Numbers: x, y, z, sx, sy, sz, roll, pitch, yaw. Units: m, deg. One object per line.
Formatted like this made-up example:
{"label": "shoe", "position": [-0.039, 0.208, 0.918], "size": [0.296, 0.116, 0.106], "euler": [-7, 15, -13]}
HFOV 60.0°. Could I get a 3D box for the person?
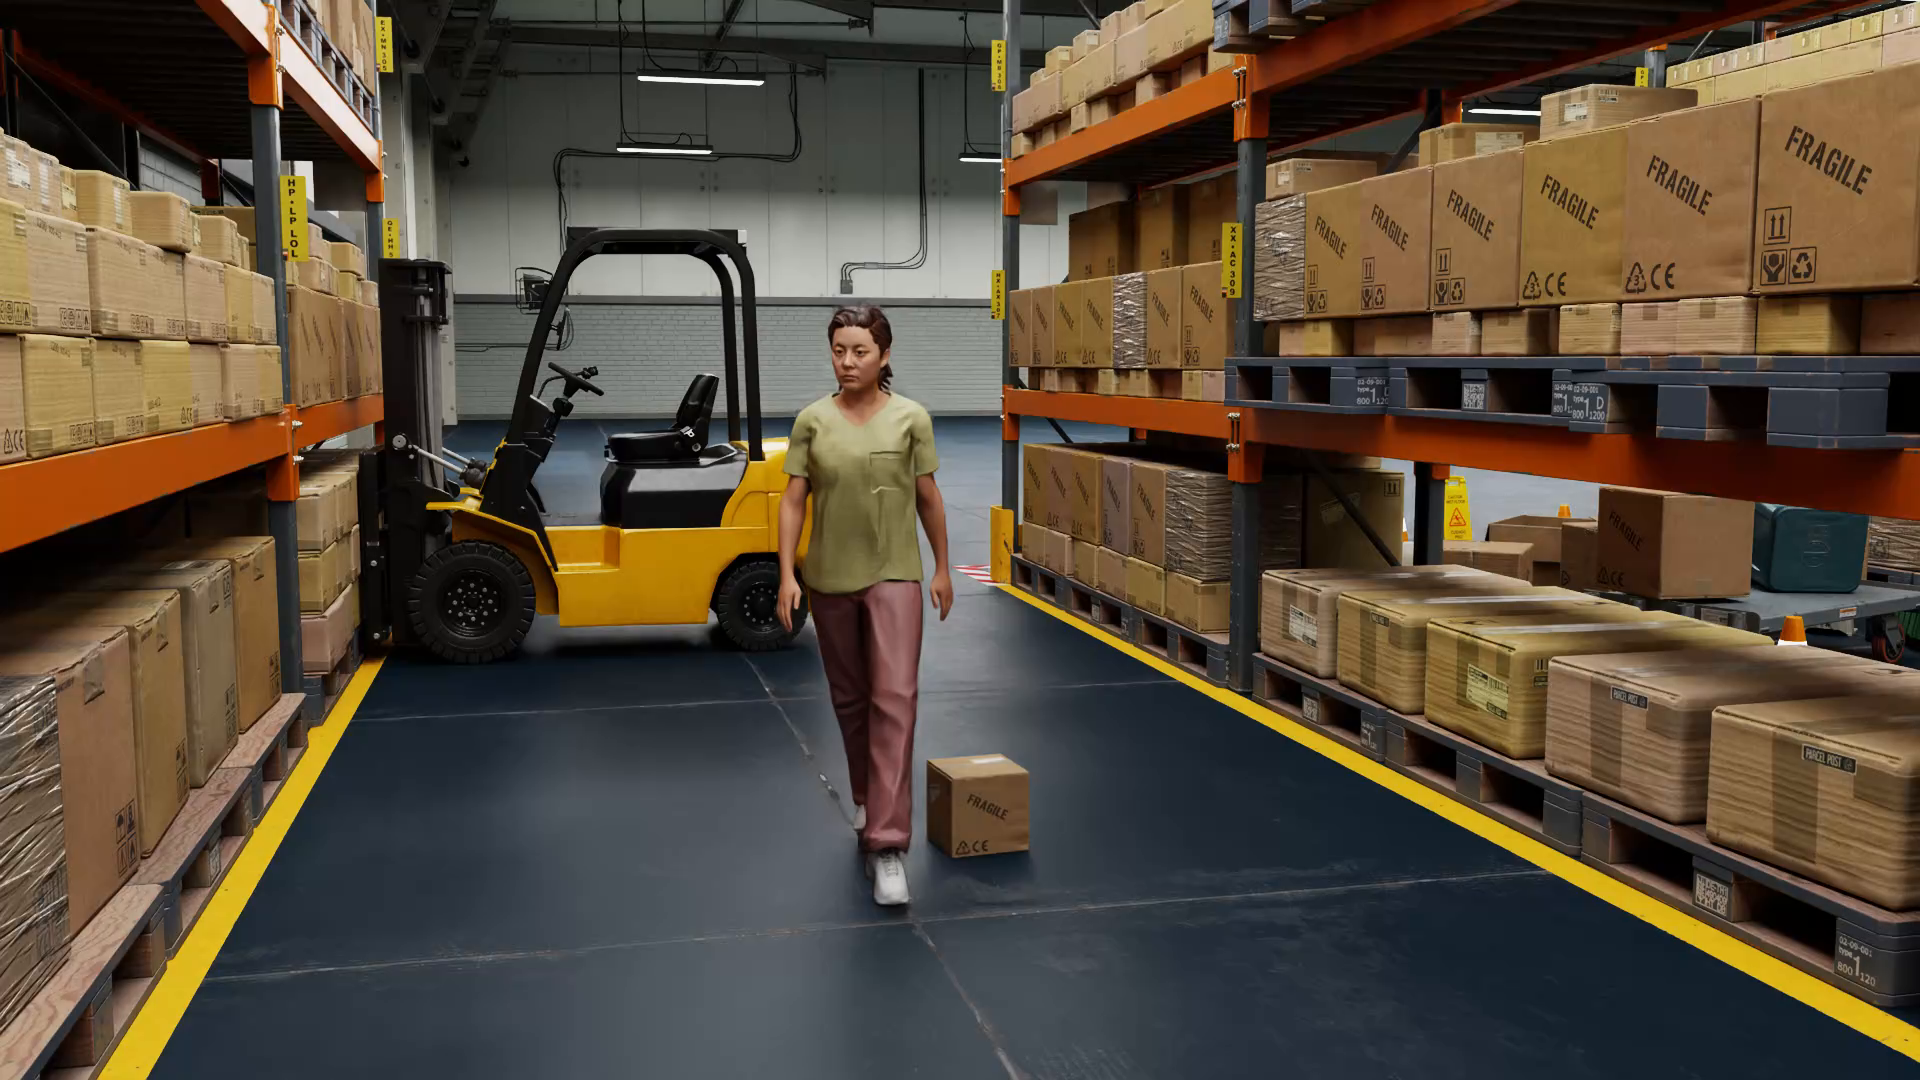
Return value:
{"label": "person", "position": [-0.298, 0.129, 4.845], "size": [0.491, 1.627, 0.947], "euler": [1, 6, 7]}
